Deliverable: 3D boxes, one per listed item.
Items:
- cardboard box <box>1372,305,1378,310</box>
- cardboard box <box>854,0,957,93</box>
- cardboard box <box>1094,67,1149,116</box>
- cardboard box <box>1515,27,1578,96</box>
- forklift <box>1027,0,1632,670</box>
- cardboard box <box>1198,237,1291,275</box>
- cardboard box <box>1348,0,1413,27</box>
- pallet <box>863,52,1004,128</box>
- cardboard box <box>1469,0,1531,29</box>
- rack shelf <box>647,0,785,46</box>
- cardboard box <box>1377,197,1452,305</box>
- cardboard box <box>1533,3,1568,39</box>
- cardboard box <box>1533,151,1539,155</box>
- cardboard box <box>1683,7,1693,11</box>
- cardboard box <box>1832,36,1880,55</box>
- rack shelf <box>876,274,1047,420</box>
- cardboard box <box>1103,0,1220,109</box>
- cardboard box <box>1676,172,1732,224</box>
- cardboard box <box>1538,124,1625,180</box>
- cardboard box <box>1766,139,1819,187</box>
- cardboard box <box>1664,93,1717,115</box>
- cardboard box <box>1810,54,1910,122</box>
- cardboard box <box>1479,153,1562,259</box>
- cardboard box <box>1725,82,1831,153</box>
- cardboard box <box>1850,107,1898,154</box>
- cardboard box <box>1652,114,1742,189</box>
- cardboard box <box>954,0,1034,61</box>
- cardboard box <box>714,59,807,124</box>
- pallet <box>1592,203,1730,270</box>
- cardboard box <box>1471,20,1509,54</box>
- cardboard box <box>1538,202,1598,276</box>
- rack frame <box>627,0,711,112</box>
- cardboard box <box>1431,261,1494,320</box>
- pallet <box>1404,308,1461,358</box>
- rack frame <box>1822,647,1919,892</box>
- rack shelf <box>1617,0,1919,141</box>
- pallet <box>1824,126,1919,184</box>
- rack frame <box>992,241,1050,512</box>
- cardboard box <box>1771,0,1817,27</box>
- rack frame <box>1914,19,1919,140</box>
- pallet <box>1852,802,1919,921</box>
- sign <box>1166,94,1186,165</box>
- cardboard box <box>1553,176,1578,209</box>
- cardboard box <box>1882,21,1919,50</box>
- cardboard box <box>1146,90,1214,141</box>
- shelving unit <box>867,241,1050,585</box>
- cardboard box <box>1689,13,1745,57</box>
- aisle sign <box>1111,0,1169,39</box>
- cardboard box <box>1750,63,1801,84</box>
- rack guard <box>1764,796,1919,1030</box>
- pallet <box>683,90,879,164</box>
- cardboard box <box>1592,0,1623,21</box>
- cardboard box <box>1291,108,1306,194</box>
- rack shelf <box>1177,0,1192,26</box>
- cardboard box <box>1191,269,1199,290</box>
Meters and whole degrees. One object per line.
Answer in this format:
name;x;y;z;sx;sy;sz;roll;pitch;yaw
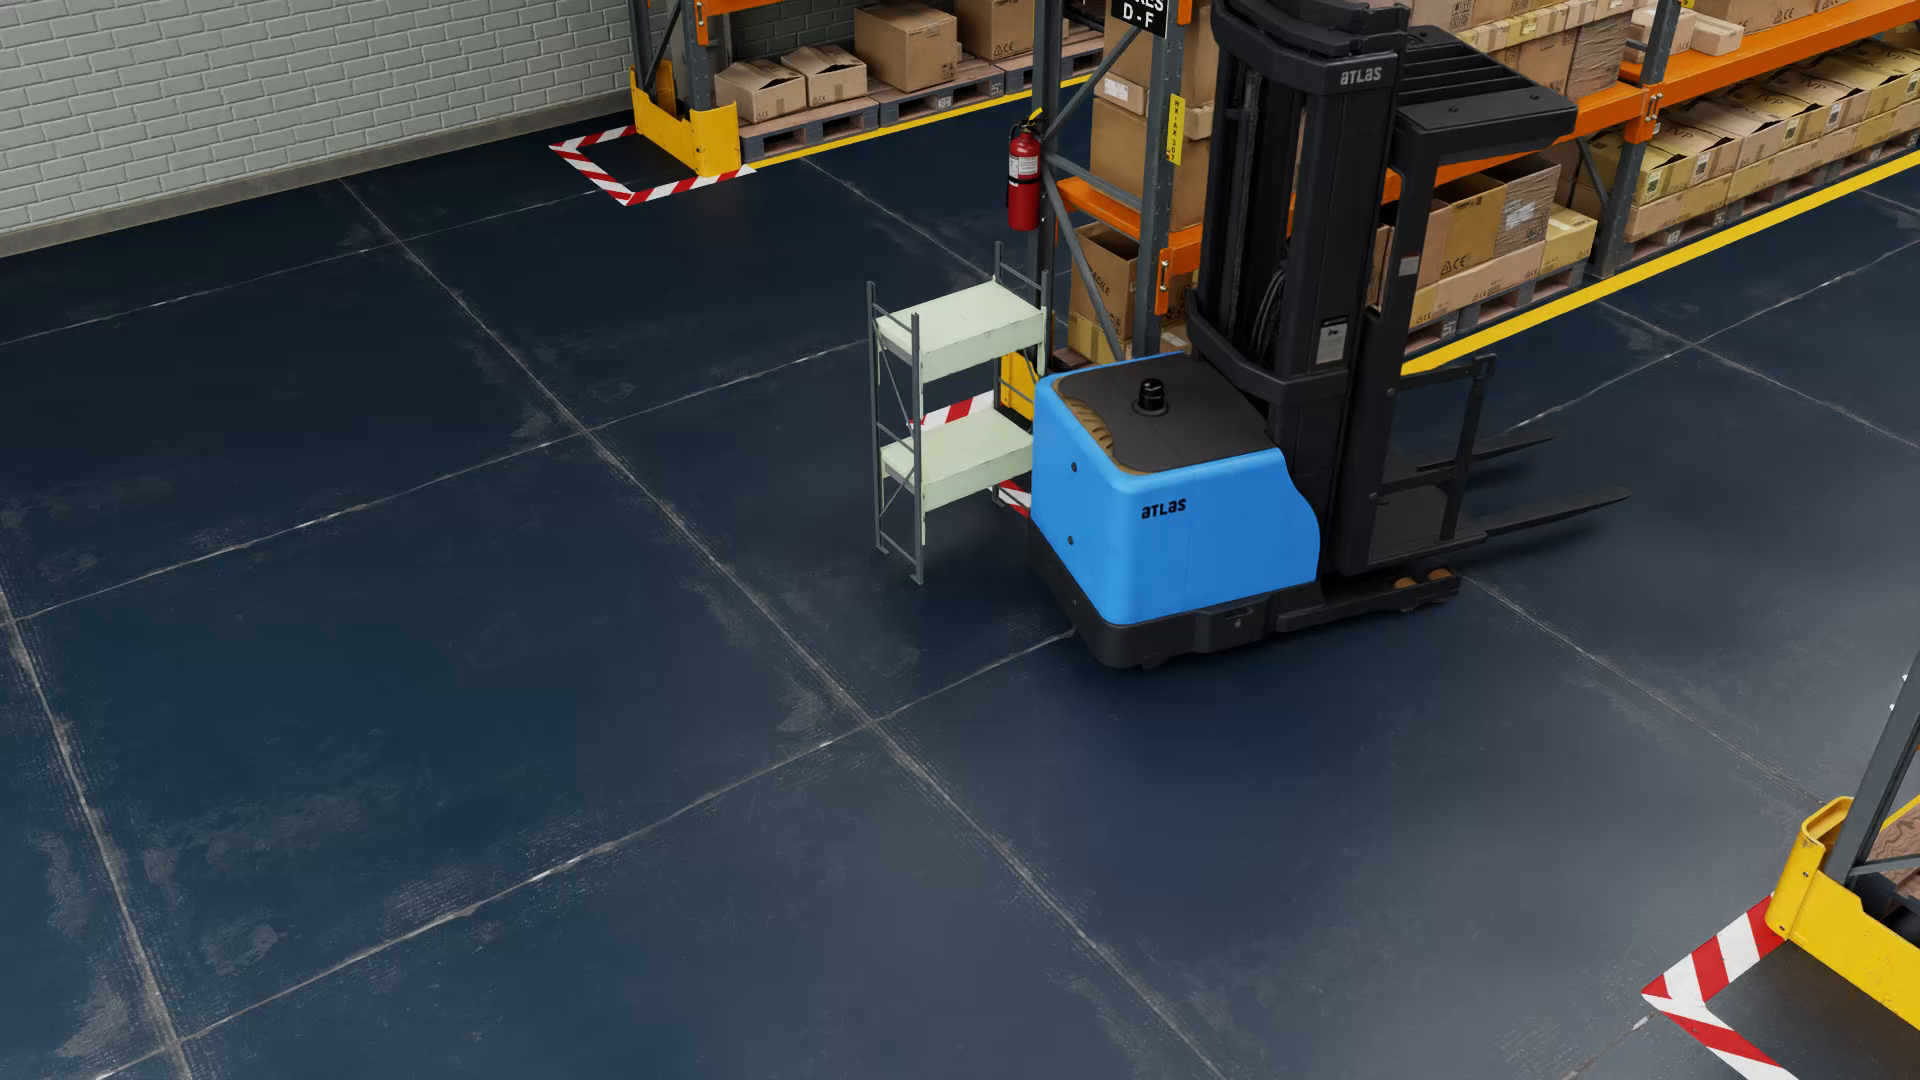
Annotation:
cardboard box;2.091;-1.297;9.793;0.500;0.250;0.500;-22;41;-28
cardboard box;-0.436;-3.962;13.267;0.500;0.500;0.700;-25;43;-31
cardboard box;0.911;-2.354;8.626;0.250;0.149;0.380;-23;42;-29
cardboard box;3.192;-2.884;9.918;0.500;0.500;0.700;-23;42;-28
forklift;1.907;-1.120;7.610;3.031;2.935;1.130;-12;38;-16
cardboard box;1.683;-1.433;9.339;0.500;0.500;0.500;-22;41;-28
cardboard box;1.979;-2.916;8.852;0.500;0.500;0.700;-22;41;-28
pallet;-0.405;-3.751;13.599;1.213;0.211;1.003;-22;41;-28
cardboard box;2.797;-3.252;9.320;0.500;0.500;0.700;-22;41;-28
rack shelf;-0.513;-4.574;12.970;4.000;0.370;1.077;-22;41;-28
cardboard box;2.503;-1.767;9.804;0.500;0.500;0.500;-22;41;-28
cardboard box;3.249;-3.026;9.560;0.250;0.149;0.380;-22;41;-28
cardboard box;3.419;-2.528;10.862;0.500;0.500;0.500;-22;41;-28
cardboard box;4.591;-3.505;10.983;0.258;0.266;0.396;-23;42;-29
cardboard box;6.651;-3.767;12.747;0.500;0.311;0.500;-21;41;-26
rack shelf;-0.005;-0.923;7.894;0.720;0.370;0.431;-22;41;-28
cardboard box;1.141;-2.567;8.366;0.500;0.500;0.700;-22;41;-28
cardboard box;4.869;-2.419;11.353;0.500;0.250;0.500;-21;41;-27
cardboard box;4.144;-2.731;11.306;0.500;0.311;0.500;-22;41;-28
cardboard box;5.707;-2.765;11.834;0.500;0.250;0.500;-22;41;-27
cardboard box;4.975;-3.076;11.786;0.500;0.311;0.500;-22;41;-28
cardboard box;6.541;-3.332;12.142;0.500;0.311;0.500;-23;42;-29
cardboard box;3.310;-2.112;10.284;0.500;0.500;0.500;-22;41;-28
cardboard box;5.716;-2.996;11.675;0.500;0.311;0.500;-21;41;-27
cardboard box;6.539;-3.107;12.310;0.500;0.250;0.500;-23;42;-28
cardboard box;4.872;-2.644;11.185;0.500;0.311;0.500;-23;42;-28
cardboard box;0.296;-4.335;13.785;0.500;0.500;0.500;-26;43;-31
cardboard box;-1.531;-3.470;12.746;0.500;0.311;0.500;-28;44;-33
pallet;4.558;-2.310;11.595;1.213;0.211;1.003;-22;41;-28
cardboard box;2.841;-2.860;9.330;0.250;0.149;0.380;-21;41;-27
cardboard box;3.725;-1.970;10.729;0.500;0.250;0.500;-22;41;-28
rack frame;-2.148;-4.194;11.825;0.127;3.000;1.000;-22;41;-28
cardboard box;2.911;-1.631;10.258;0.500;0.250;0.500;-22;41;-28
pallet;2.306;-1.384;10.306;1.213;0.211;1.003;-22;41;-28
rack frame;3.559;0.535;5.251;0.127;3.000;1.000;-22;41;-28
rack shelf;5.613;-3.557;11.556;4.000;0.370;1.077;-22;41;-28
pallet;6.553;-3.131;12.736;1.213;0.211;1.003;-22;41;-28
rack frame;0.294;-0.730;8.293;0.023;1.500;0.400;-22;41;-28
cardboard box;5.455;-3.813;11.210;0.500;0.500;0.500;-22;41;-28
rack frame;7.248;-4.521;12.281;0.127;3.000;1.000;-22;41;-28
pallet;4.261;1.348;6.508;1.213;0.211;1.003;-22;41;-28
sign;1.024;-1.947;7.893;0.005;0.325;0.100;-22;41;-28
cardboard box;4.150;-2.508;11.477;0.500;0.250;0.500;-23;42;-28
cardboard box;7.877;-4.112;13.476;0.500;0.500;0.500;-21;41;-26
cardboard box;1.154;-2.164;8.362;0.250;0.149;0.380;-23;41;-28
shelving unit;-0.005;-0.607;8.122;0.755;1.500;0.431;-22;41;-28
cardboard box;4.820;-3.274;10.762;0.250;0.149;0.380;-22;41;-28
aisle sign;0.831;-2.718;7.547;0.004;0.787;0.394;-22;41;-28
cardboard box;5.808;-3.416;12.259;0.500;0.311;0.500;-24;42;-29
rack guard;3.594;1.502;6.047;0.348;0.500;1.175;-22;41;-28
pallet;-1.401;-3.343;13.031;1.213;0.211;1.003;-22;41;-28
cardboard box;3.676;-3.204;9.808;0.250;0.149;0.380;-23;42;-29
cardboard box;1.524;-2.201;8.969;0.500;0.500;0.700;-21;41;-27
rack shelf;2.344;-3.429;8.809;4.000;0.370;1.077;-22;41;-28
cardboard box;1.379;-1.380;9.908;0.500;0.250;0.500;-22;41;-28
